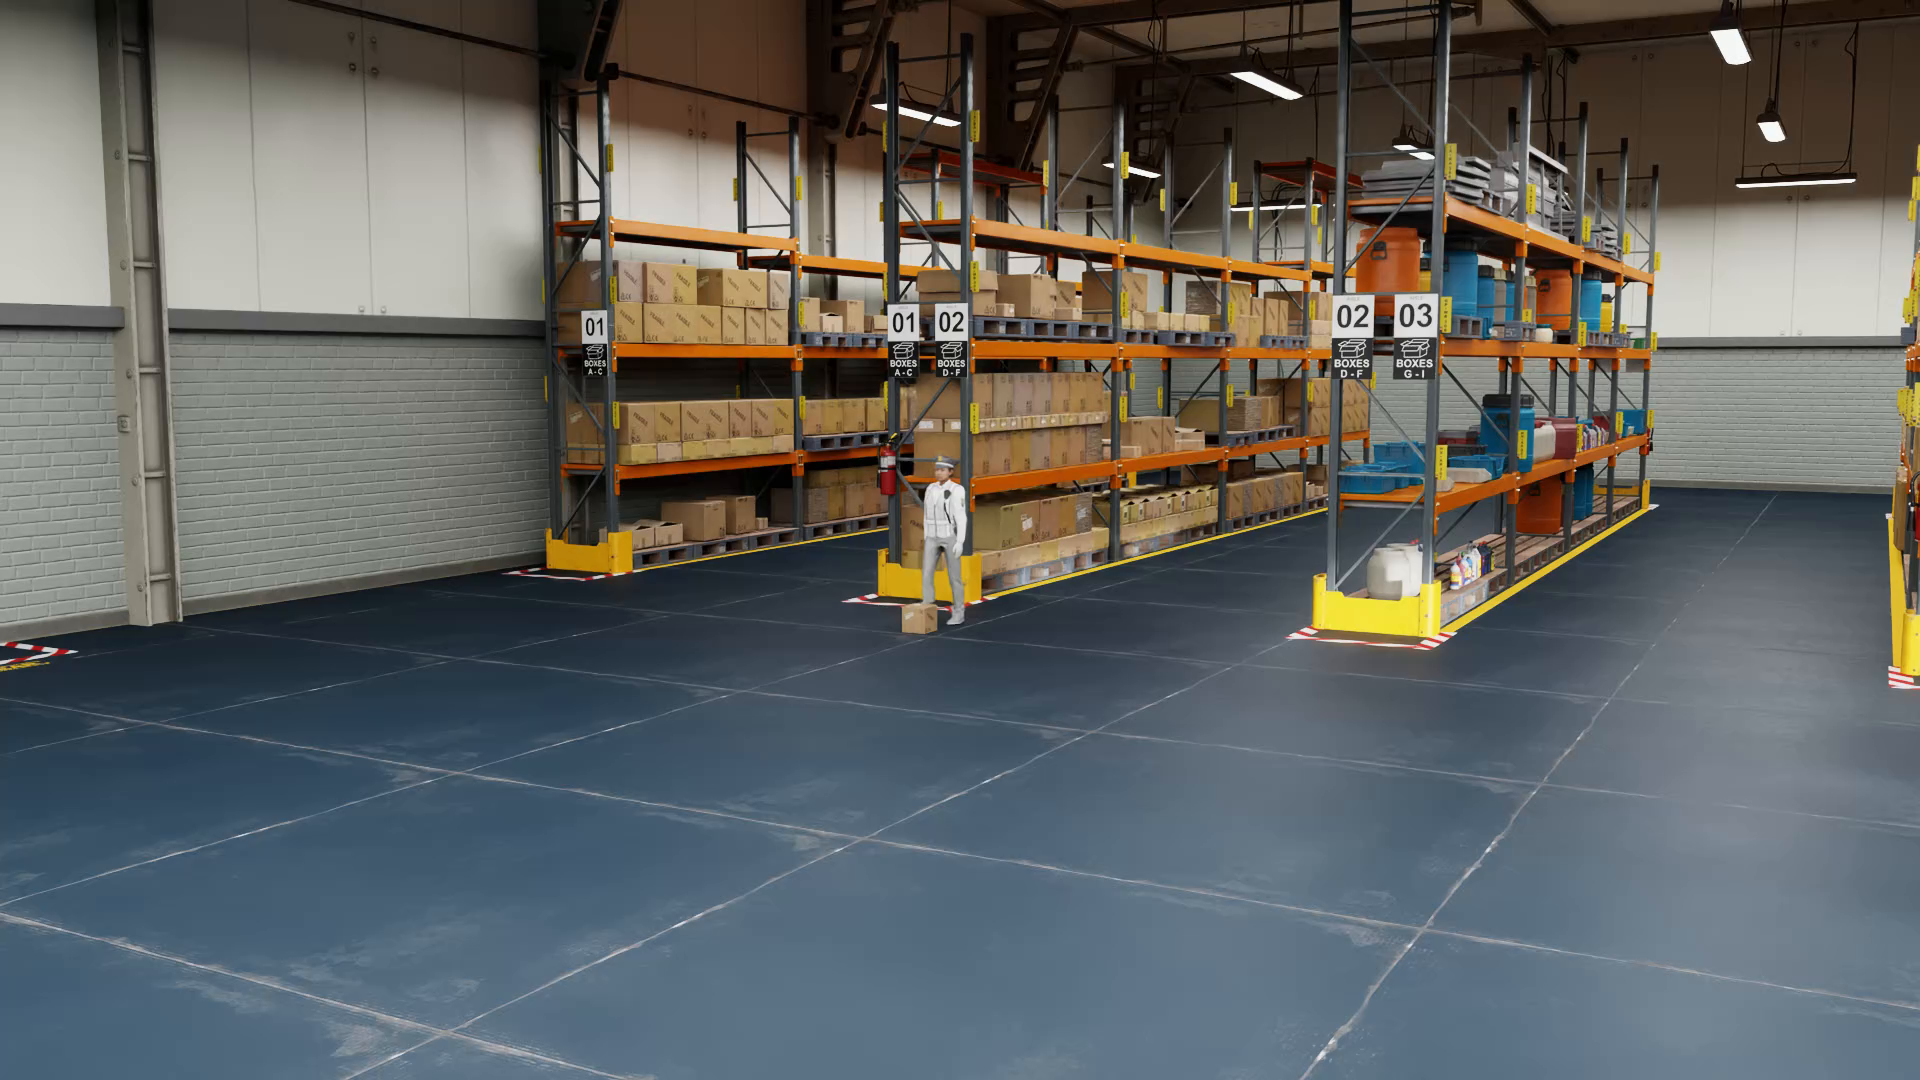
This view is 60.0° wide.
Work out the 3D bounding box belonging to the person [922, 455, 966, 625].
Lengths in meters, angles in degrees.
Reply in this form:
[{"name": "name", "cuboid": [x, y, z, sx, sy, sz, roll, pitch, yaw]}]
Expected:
[{"name": "person", "cuboid": [-0.177, 0.003, 16.241, 0.476, 1.679, 0.487, 3, 7, 30]}]
